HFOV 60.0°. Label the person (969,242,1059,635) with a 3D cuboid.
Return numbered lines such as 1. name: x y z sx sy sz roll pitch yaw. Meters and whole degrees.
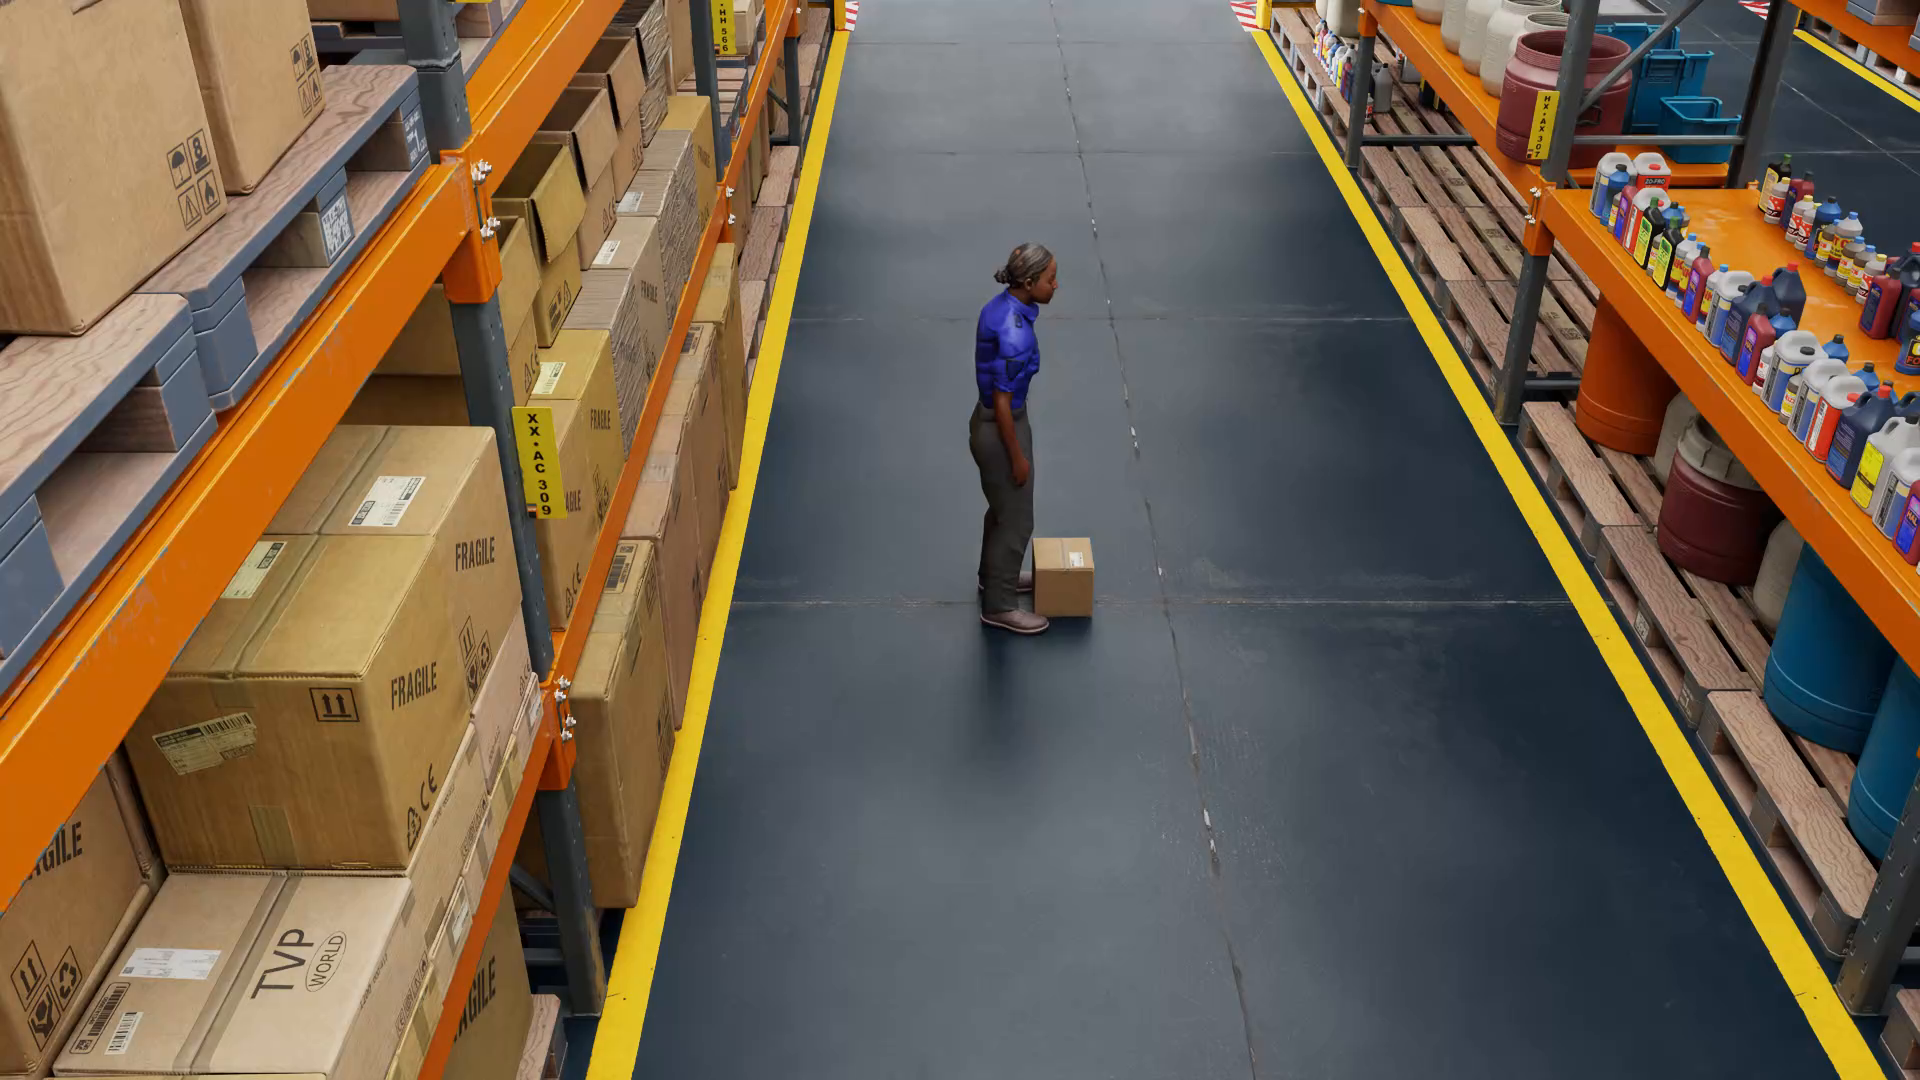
1. person: 0.212 -0.431 6.837 0.349 1.655 0.509 0 32 0
